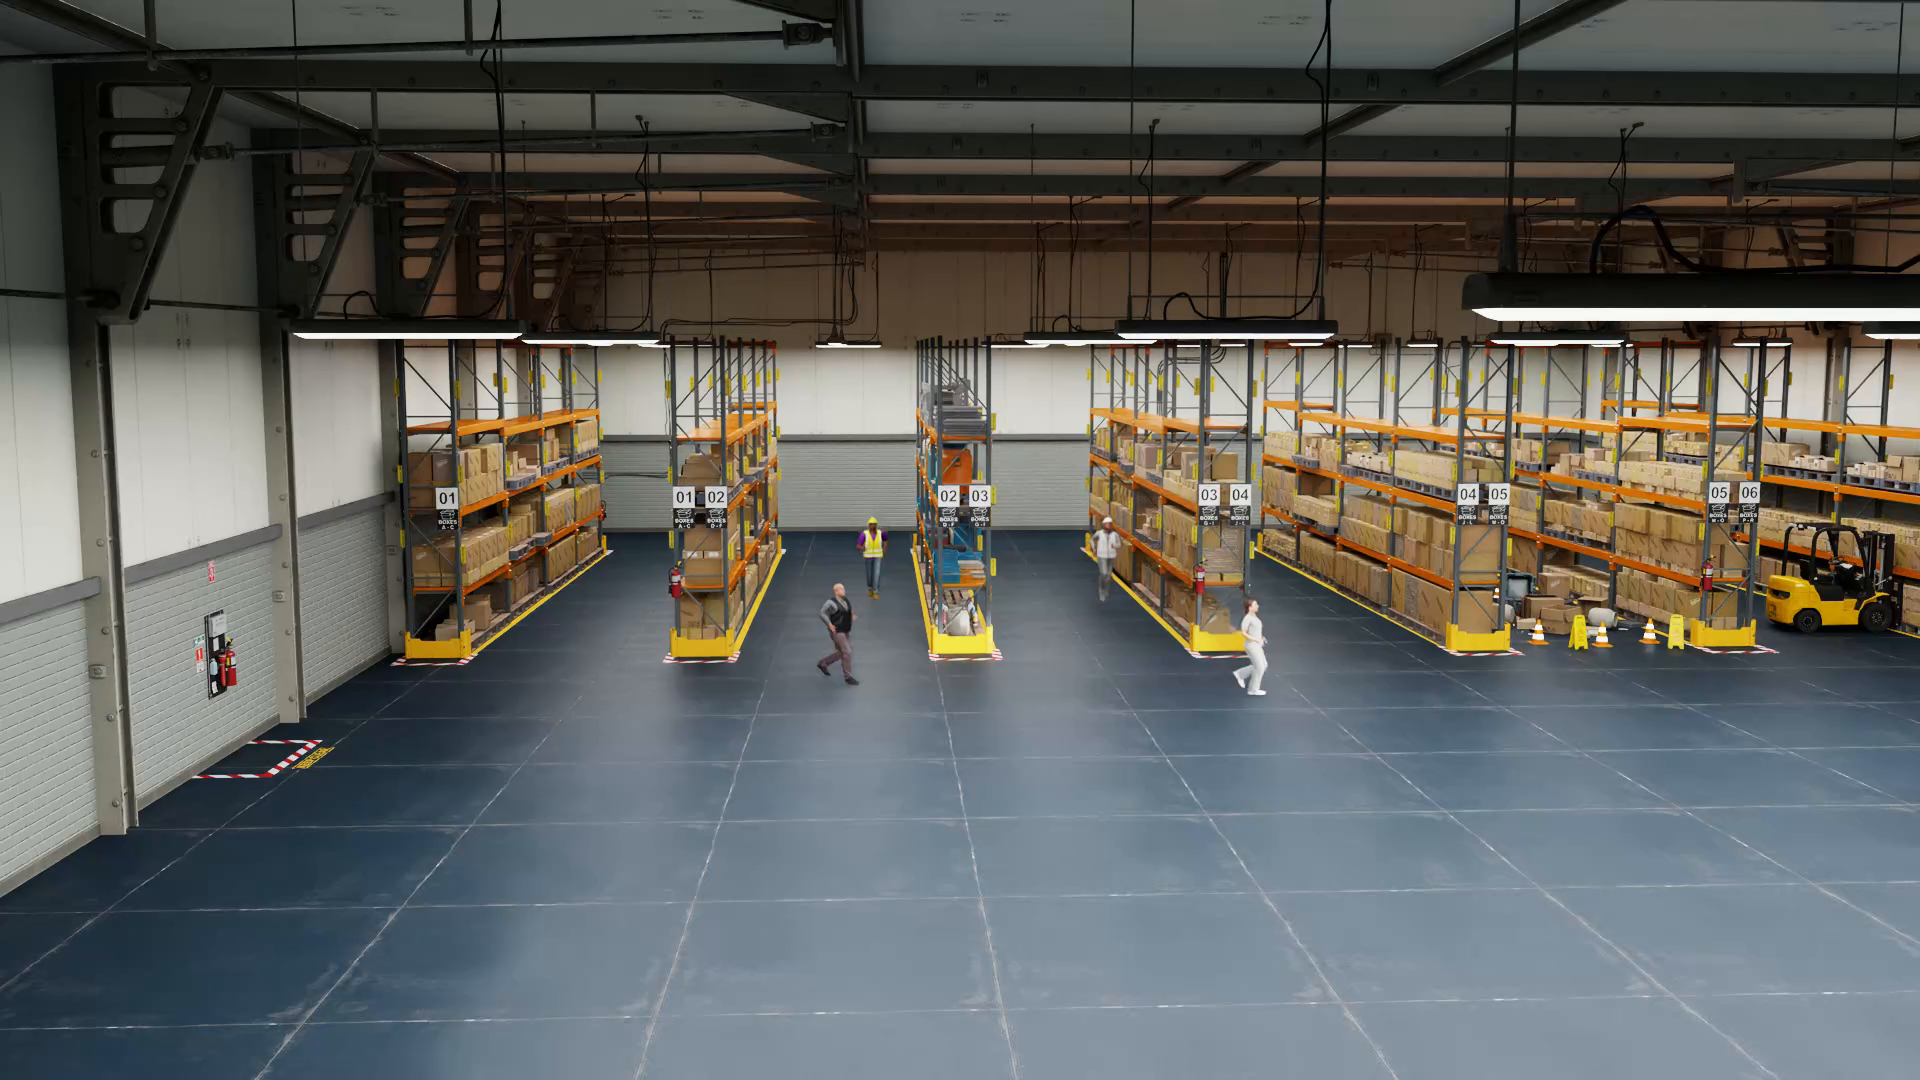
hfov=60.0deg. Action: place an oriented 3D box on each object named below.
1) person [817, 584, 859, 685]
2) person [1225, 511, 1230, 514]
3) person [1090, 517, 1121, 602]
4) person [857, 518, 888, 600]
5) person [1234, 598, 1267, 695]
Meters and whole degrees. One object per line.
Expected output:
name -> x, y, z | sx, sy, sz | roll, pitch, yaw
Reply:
person -> -2.096, 1.608, 28.768 | 0.890, 1.736, 0.648 | 4, 7, 29
person -> 7.327, -0.468, 47.421 | 0.872, 1.626, 0.663 | 2, 7, 13
person -> 3.229, 0.422, 36.589 | 0.638, 1.853, 0.675 | -1, 7, -12
person -> -1.907, 0.403, 36.518 | 0.700, 1.780, 0.879 | -1, 7, -7
person -> 4.836, 1.772, 27.724 | 0.594, 1.618, 0.562 | 4, 7, 28
